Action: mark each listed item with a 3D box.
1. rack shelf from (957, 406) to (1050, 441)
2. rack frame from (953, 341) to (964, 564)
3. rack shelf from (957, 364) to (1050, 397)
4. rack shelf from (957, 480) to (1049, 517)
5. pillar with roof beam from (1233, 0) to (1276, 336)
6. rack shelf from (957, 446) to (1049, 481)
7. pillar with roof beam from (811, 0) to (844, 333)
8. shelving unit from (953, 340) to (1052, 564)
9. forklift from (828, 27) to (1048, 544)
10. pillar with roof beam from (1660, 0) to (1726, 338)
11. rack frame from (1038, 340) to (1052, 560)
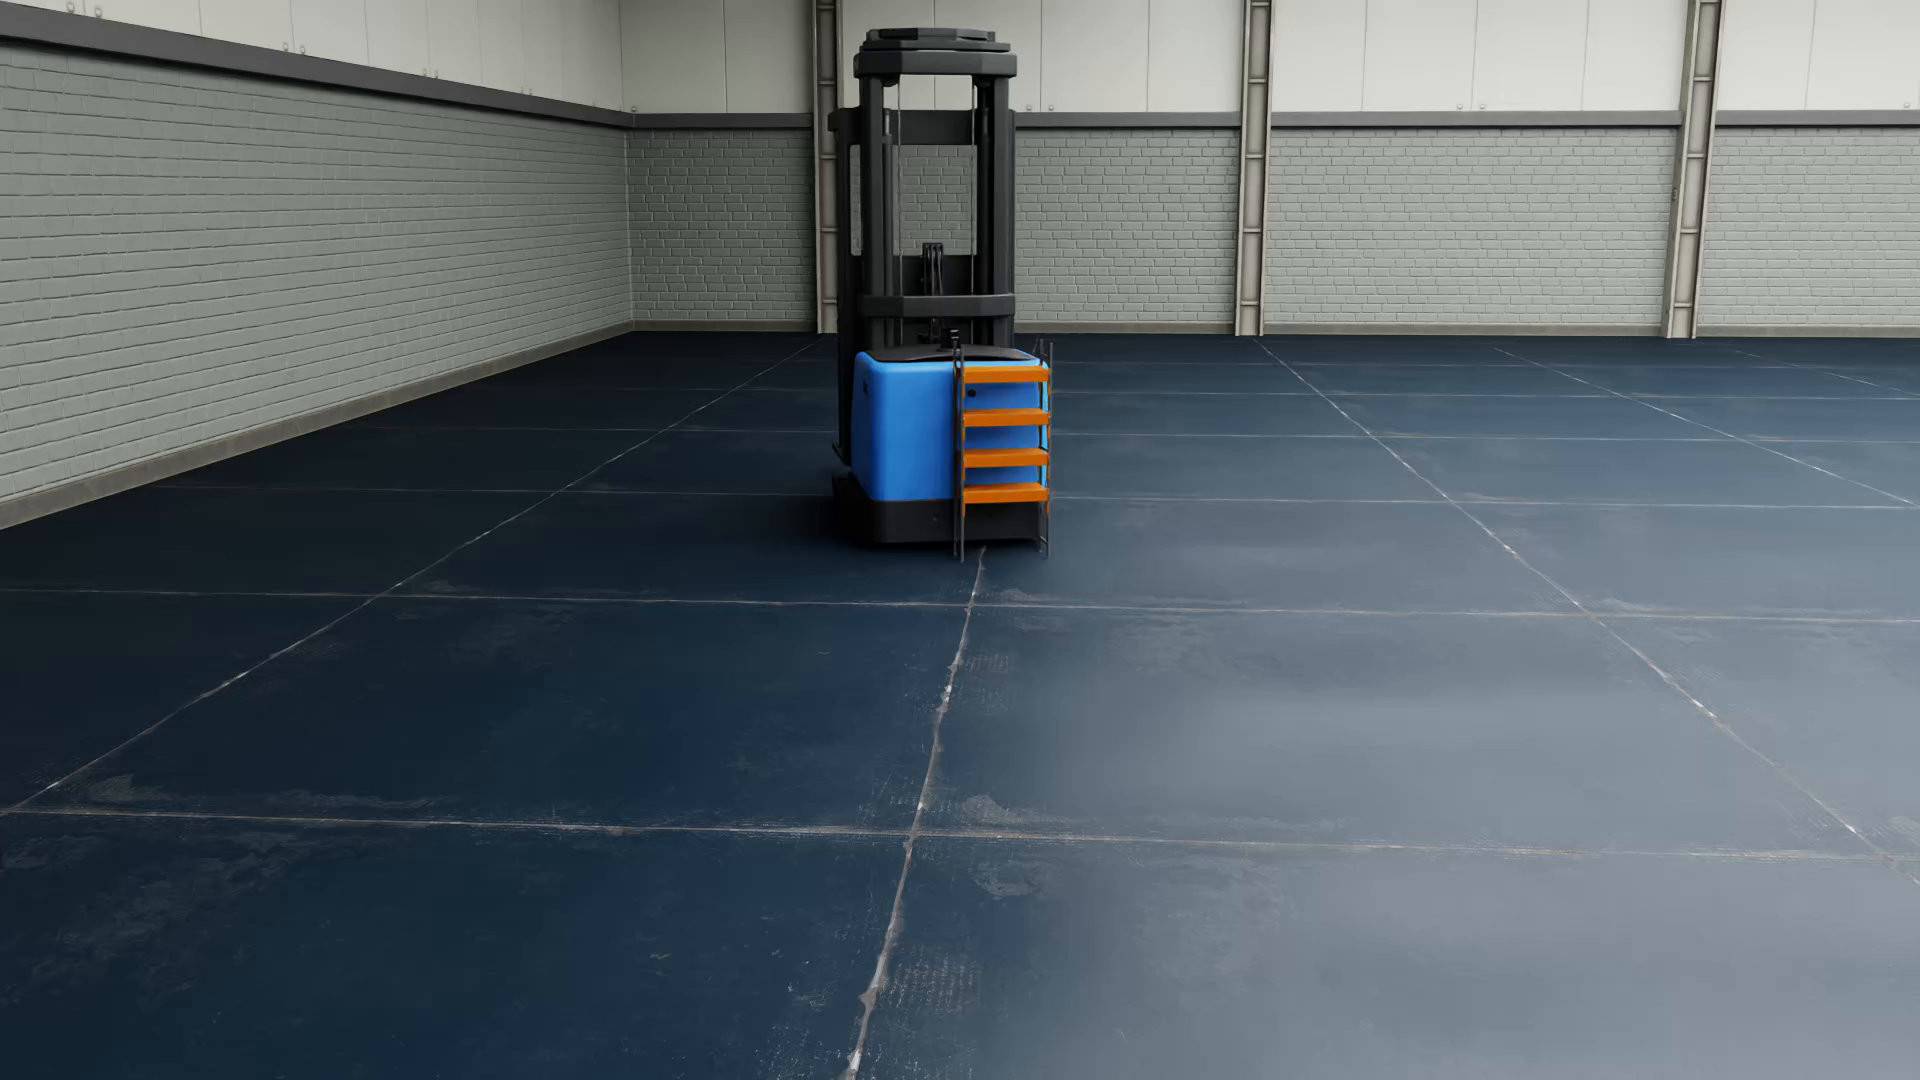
[{"bbox_3d":[0.232,-0.644,9.152,0.480,0.148,0.258,-2,12,-10],"label":"rack shelf"},{"bbox_3d":[-0.008,-0.482,9.141,0.015,1.200,0.240,-2,12,-10],"label":"rack frame"},{"bbox_3d":[0.232,-0.875,9.103,0.480,0.148,0.258,-2,12,-10],"label":"rack shelf"},{"bbox_3d":[0.232,-0.231,9.238,0.480,0.148,0.258,-2,12,-10],"label":"rack shelf"},{"bbox_3d":[3.839,-6.467,18.704,0.400,9.000,9.100,1,12,4],"label":"pillar with roof beam"},{"bbox_3d":[0.232,-0.425,9.198,0.480,0.148,0.258,-2,12,-10],"label":"rack shelf"},{"bbox_3d":[-2.147,-6.549,19.097,0.400,9.000,9.100,1,12,4],"label":"pillar with roof beam"},{"bbox_3d":[0.232,-0.491,9.184,0.503,1.200,0.258,-2,12,-10],"label":"shelving unit"},{"bbox_3d":[-0.245,-1.666,10.574,1.130,2.935,3.031,-2,12,-10],"label":"forklift"},{"bbox_3d":[9.826,-6.385,18.312,0.400,9.000,9.100,1,12,4],"label":"pillar with roof beam"},{"bbox_3d":[0.472,-0.500,9.227,0.015,1.200,0.240,-2,12,-10],"label":"rack frame"}]
